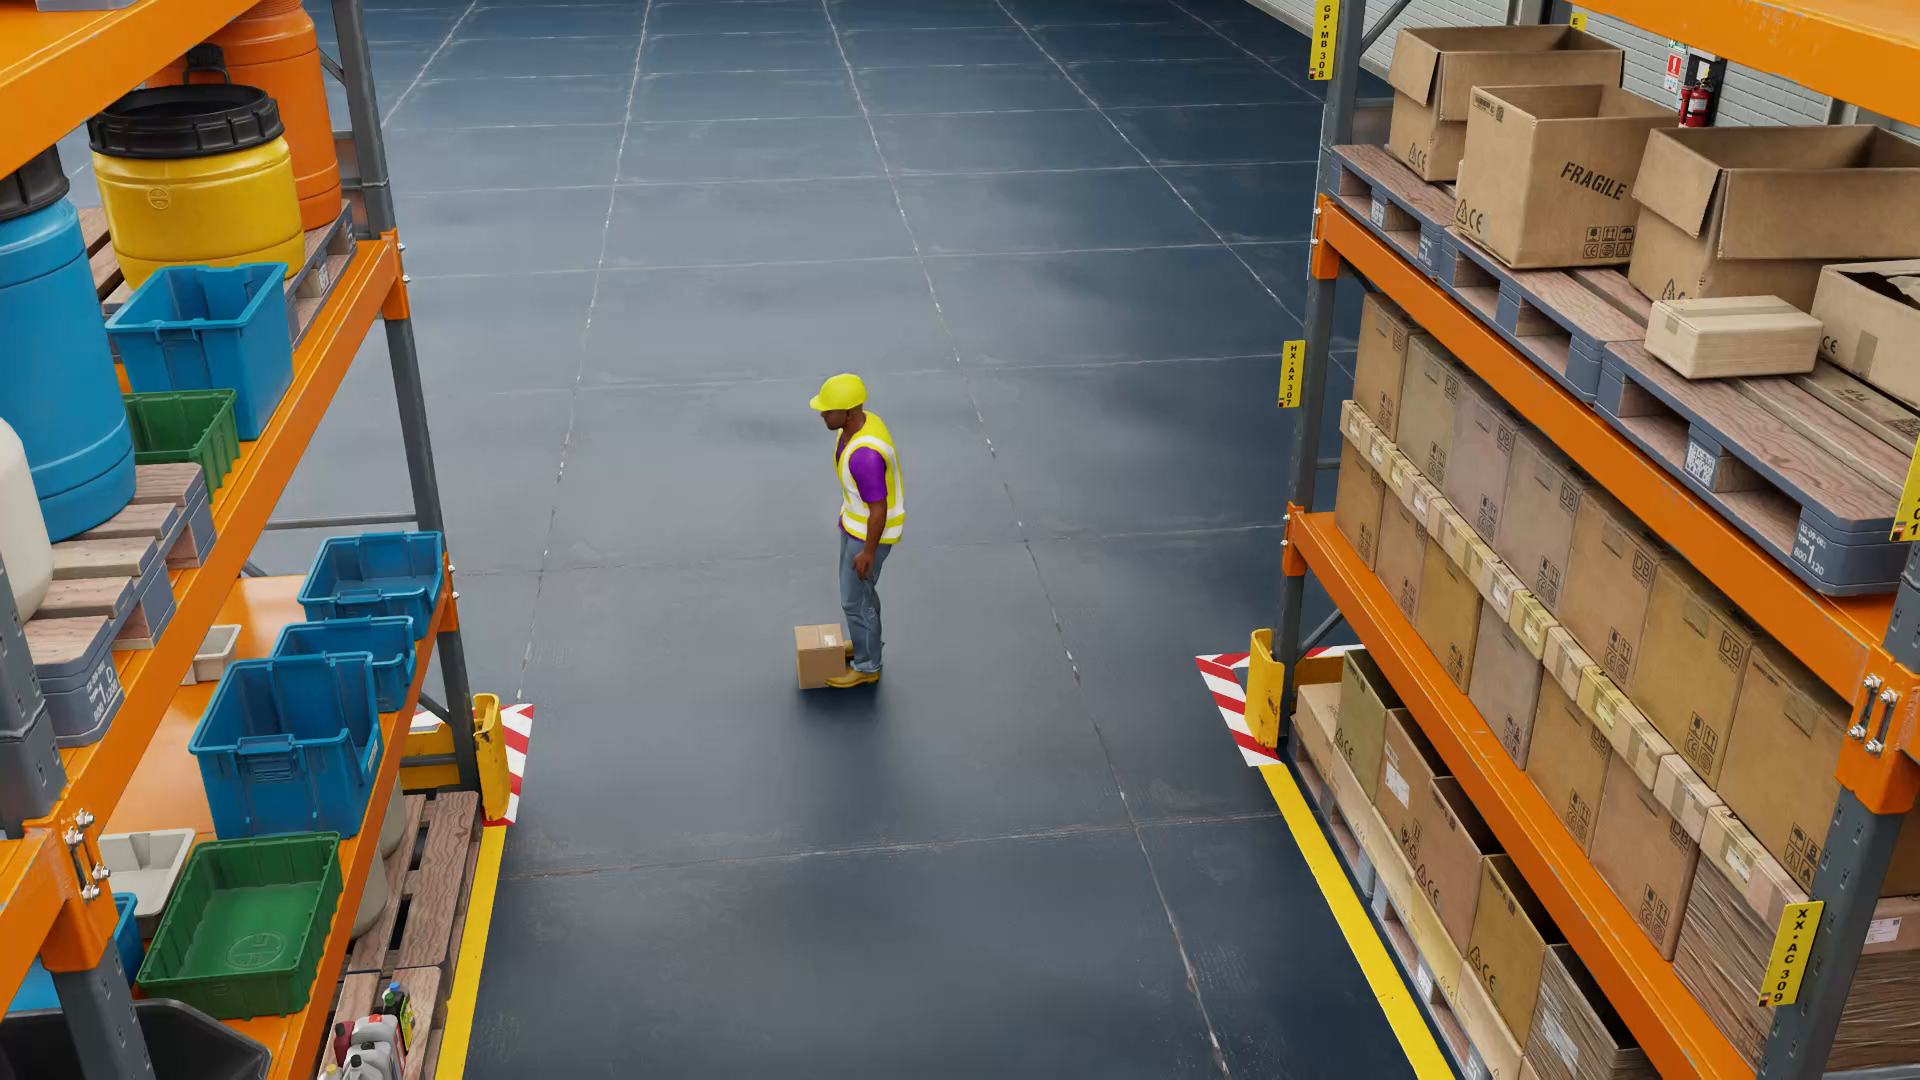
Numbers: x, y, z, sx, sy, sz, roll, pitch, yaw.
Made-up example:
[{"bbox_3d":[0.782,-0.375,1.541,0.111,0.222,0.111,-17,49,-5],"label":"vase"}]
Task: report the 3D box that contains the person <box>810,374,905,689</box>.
[{"bbox_3d":[-0.529,-0.057,8.714,0.461,1.755,0.628,-5,27,-10],"label":"person"}]
